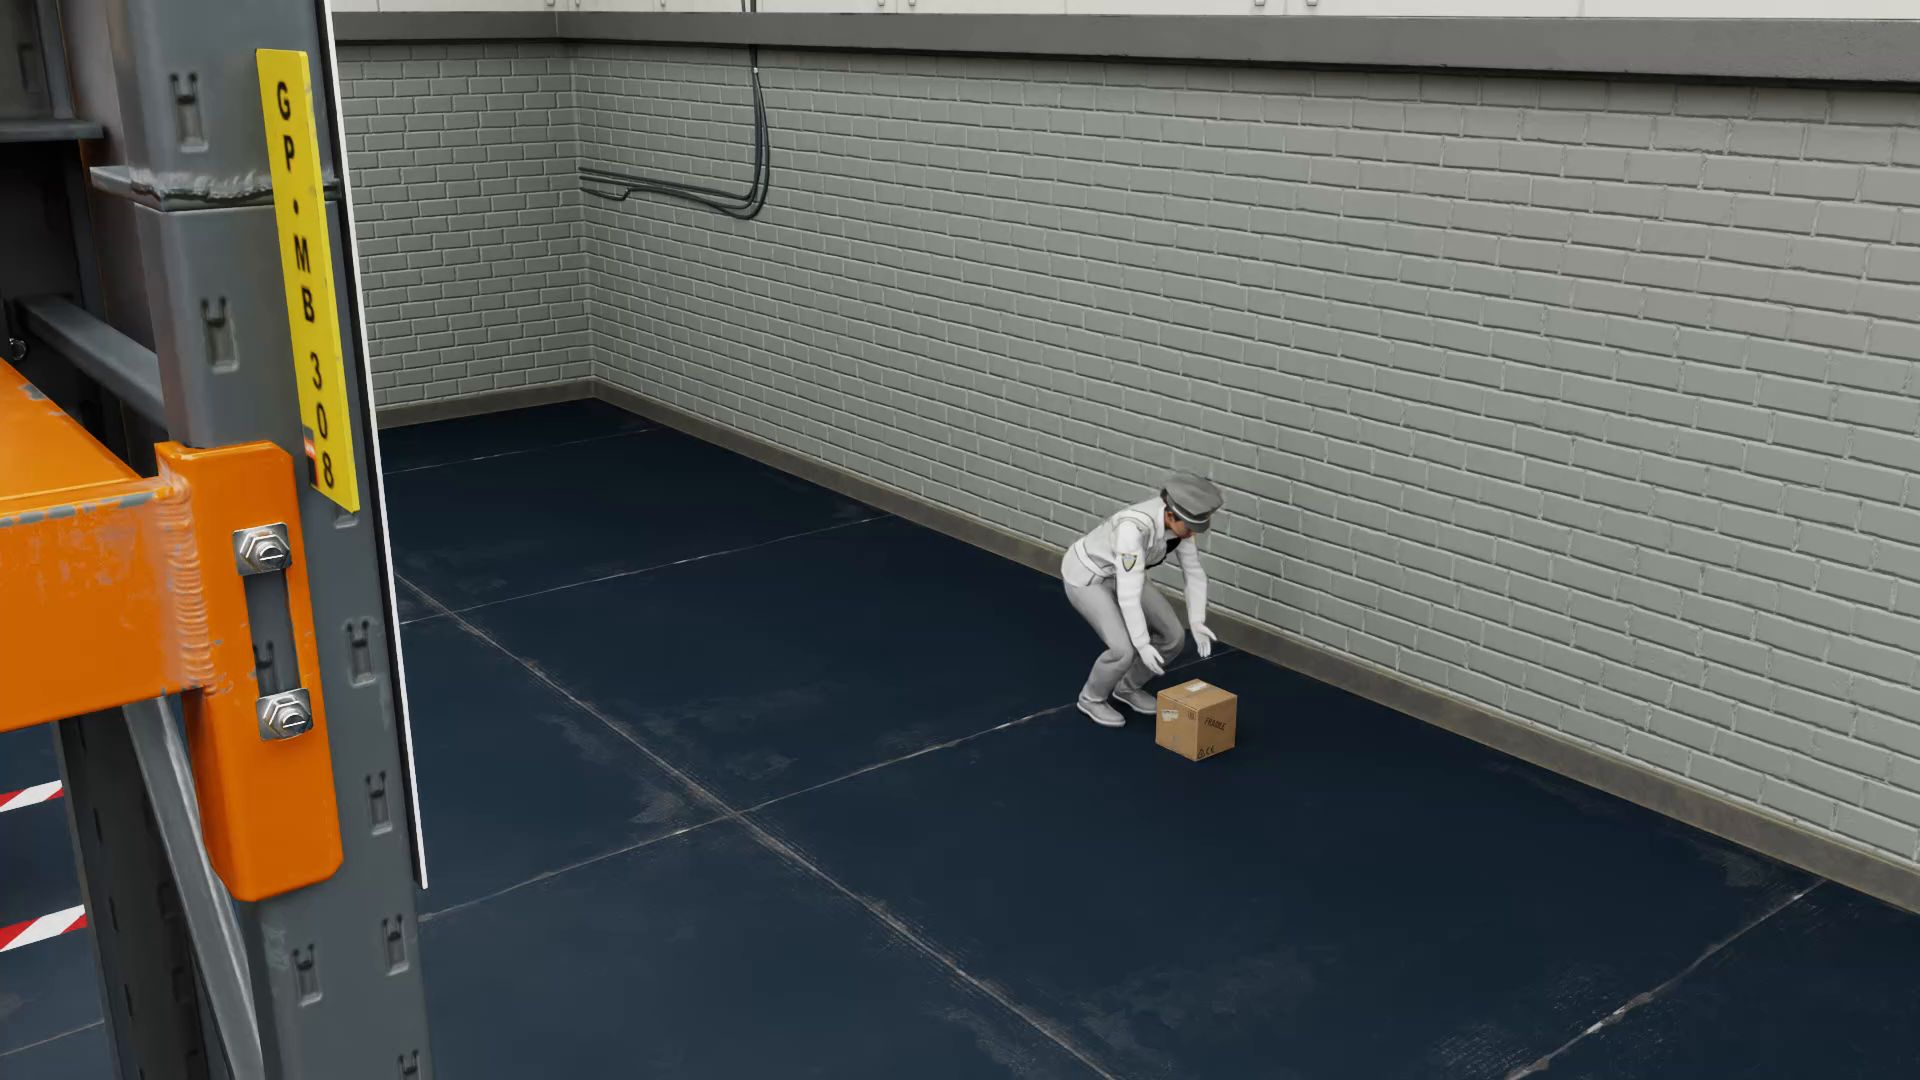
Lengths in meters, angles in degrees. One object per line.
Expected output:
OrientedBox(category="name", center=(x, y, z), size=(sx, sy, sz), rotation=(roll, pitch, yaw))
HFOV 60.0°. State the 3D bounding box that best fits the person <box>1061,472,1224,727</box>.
OrientedBox(category="person", center=(0.832, 0.247, 7.540), size=(0.526, 1.207, 0.787), rotation=(-14, 22, -36))
